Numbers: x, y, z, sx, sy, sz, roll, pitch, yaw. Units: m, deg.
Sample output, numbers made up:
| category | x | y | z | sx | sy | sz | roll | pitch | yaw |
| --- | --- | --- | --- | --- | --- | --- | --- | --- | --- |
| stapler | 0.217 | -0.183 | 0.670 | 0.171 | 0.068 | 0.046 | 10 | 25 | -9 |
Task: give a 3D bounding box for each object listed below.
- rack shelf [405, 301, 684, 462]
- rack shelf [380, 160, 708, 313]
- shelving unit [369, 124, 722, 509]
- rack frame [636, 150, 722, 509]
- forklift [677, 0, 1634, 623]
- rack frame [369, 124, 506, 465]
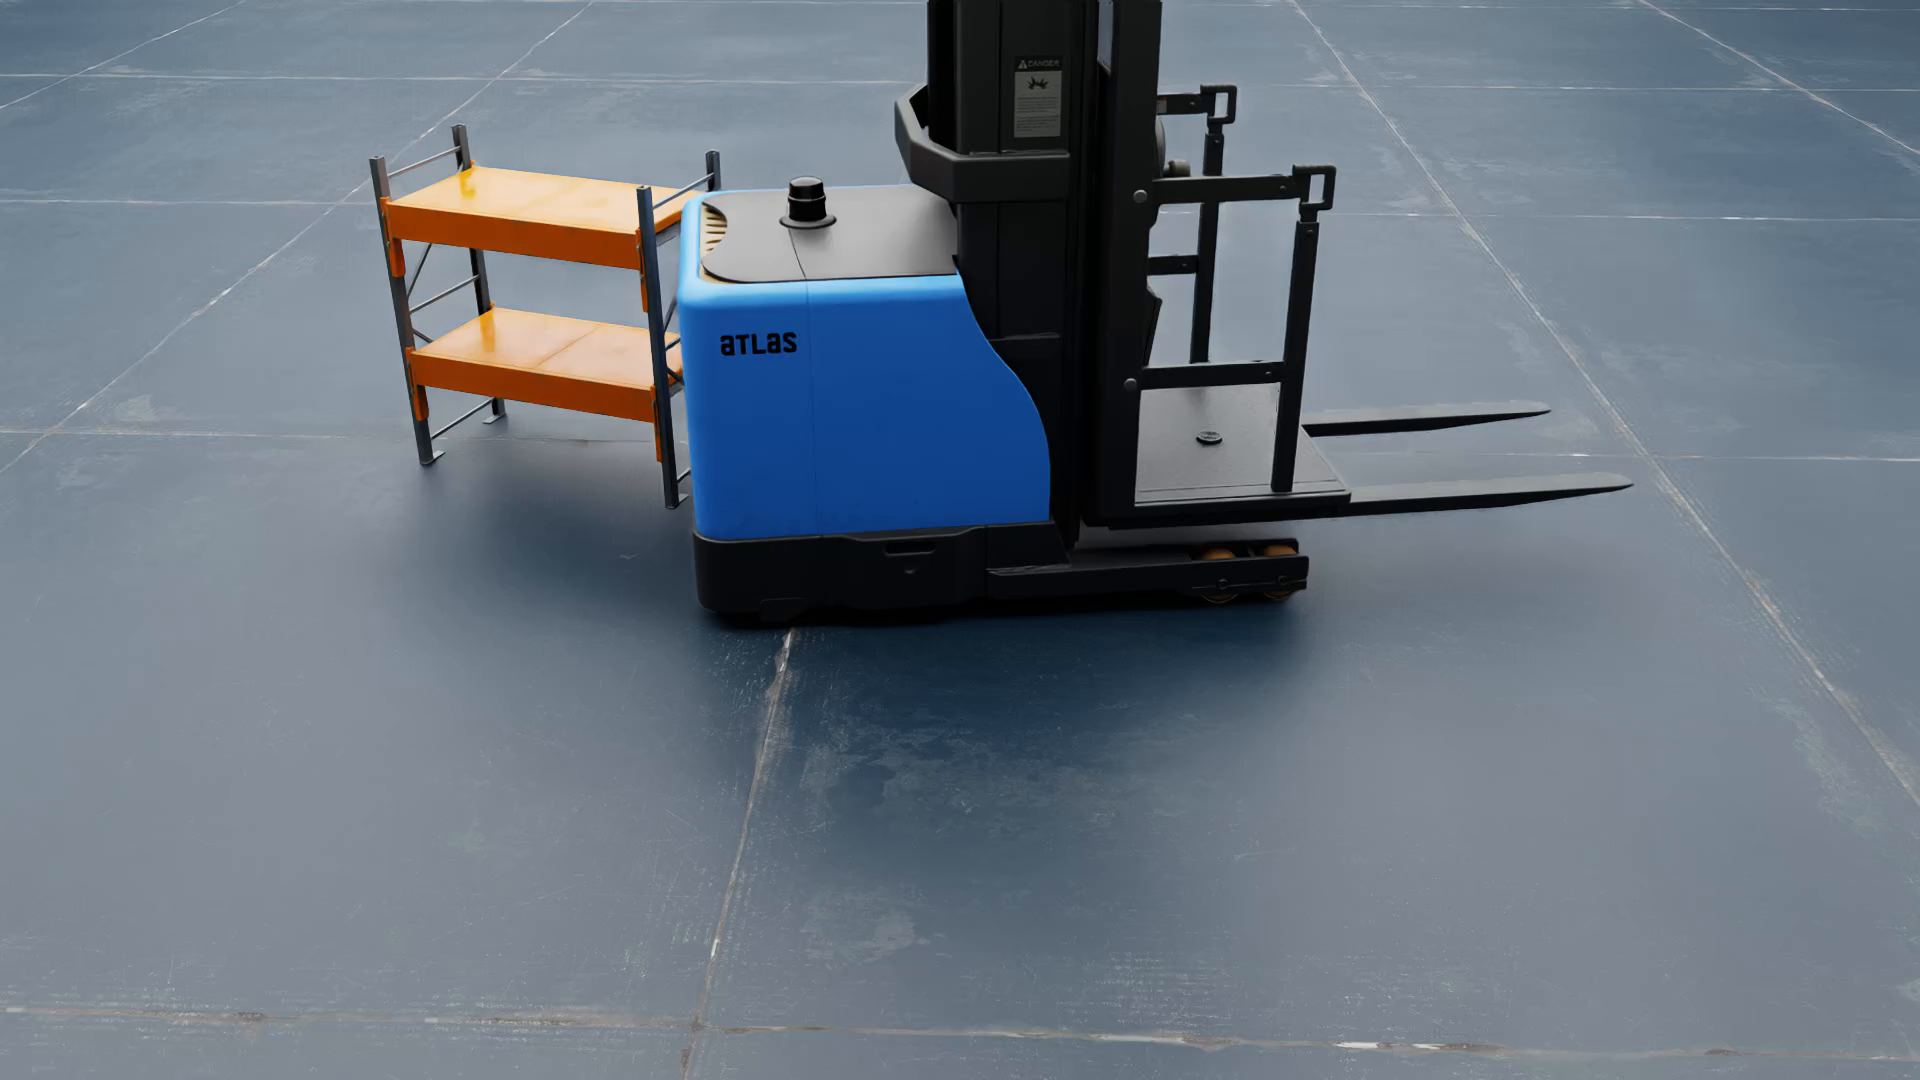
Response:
| category | x | y | z | sx | sy | sz | roll | pitch | yaw |
| --- | --- | --- | --- | --- | --- | --- | --- | --- | --- |
| rack shelf | -1.392 | -0.582 | 5.961 | 1.000 | 0.278 | 0.538 | 10 | 30 | 18 |
| rack shelf | -1.392 | -1.057 | 5.709 | 1.000 | 0.278 | 0.538 | 10 | 30 | 18 |
| shelving unit | -1.392 | -0.798 | 5.846 | 1.048 | 1.125 | 0.538 | 10 | 30 | 18 |
| rack frame | -0.917 | -0.714 | 5.688 | 0.032 | 1.125 | 0.500 | 10 | 30 | 18 |
| forklift | 0.650 | -1.342 | 4.944 | 3.031 | 2.935 | 1.130 | -4 | 28 | -7 |
| rack frame | -1.868 | -0.882 | 6.004 | 0.032 | 1.125 | 0.500 | 10 | 30 | 18 |
